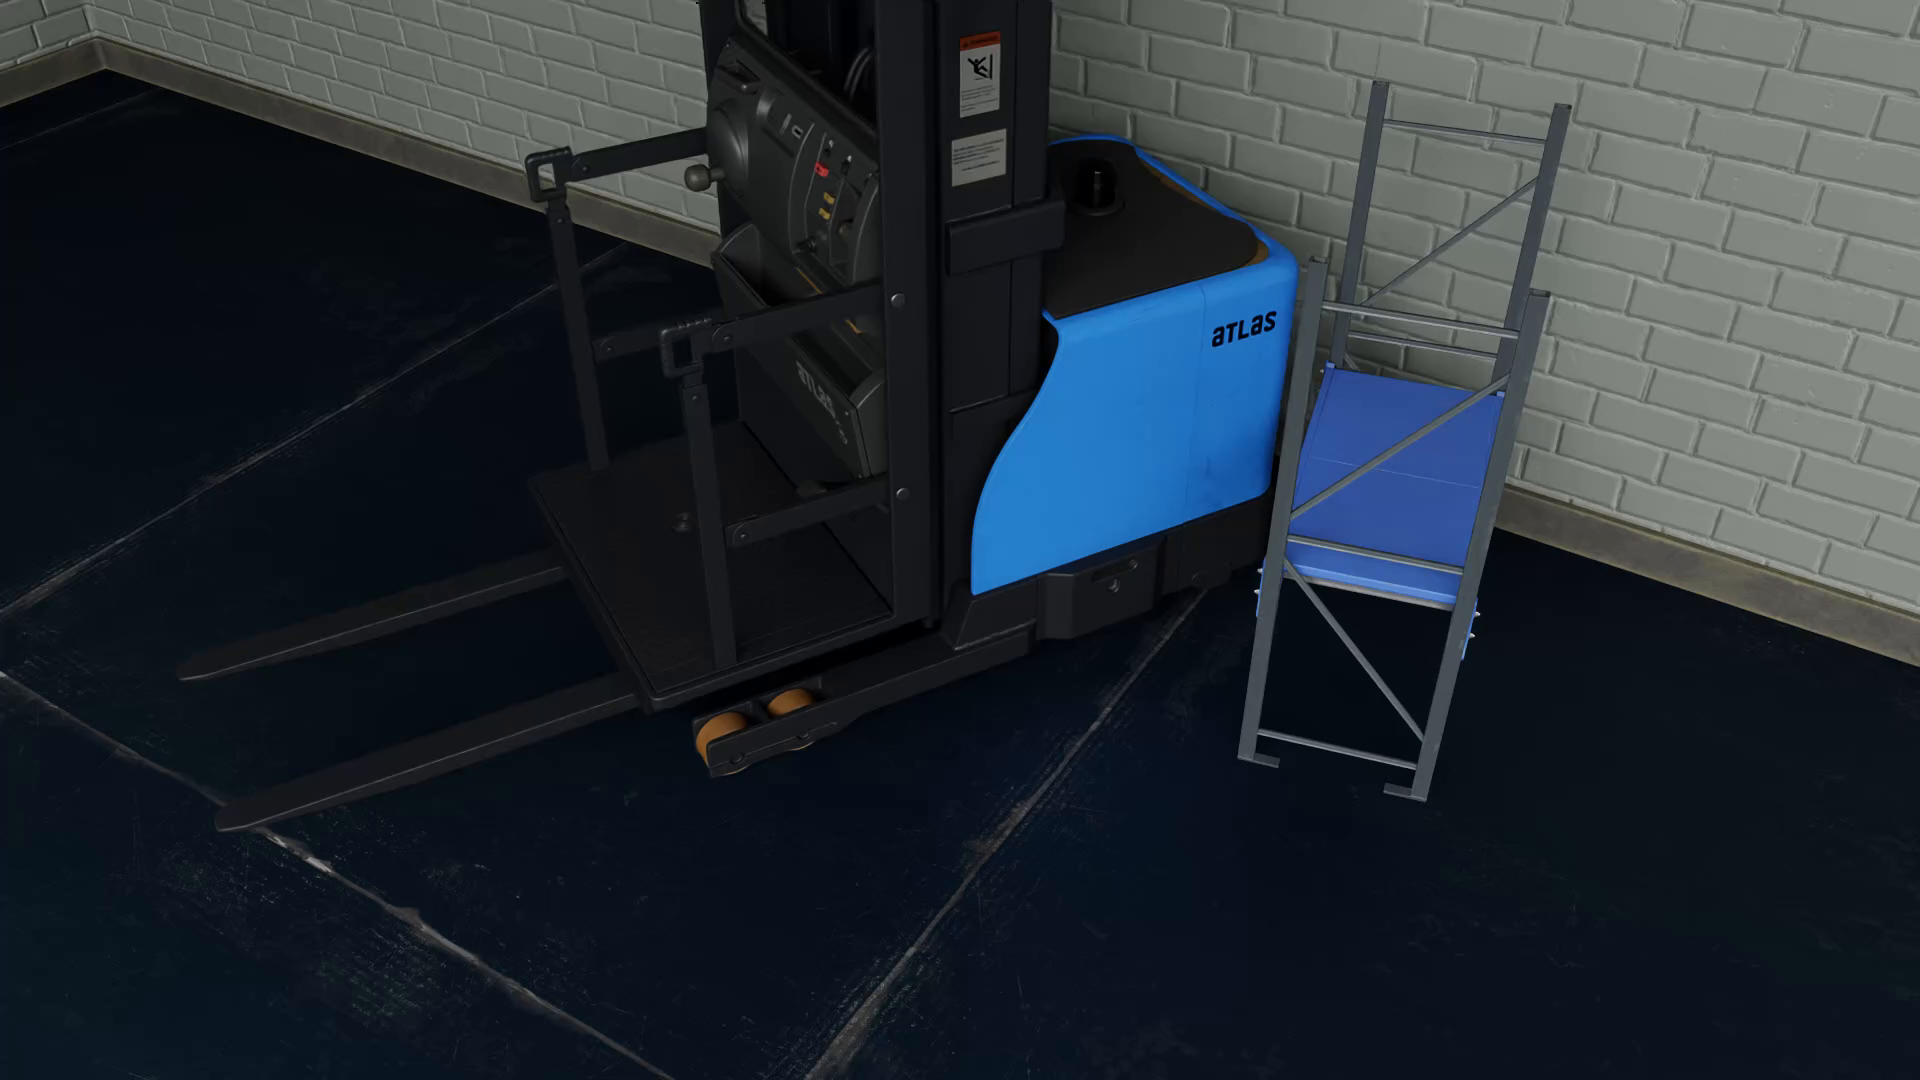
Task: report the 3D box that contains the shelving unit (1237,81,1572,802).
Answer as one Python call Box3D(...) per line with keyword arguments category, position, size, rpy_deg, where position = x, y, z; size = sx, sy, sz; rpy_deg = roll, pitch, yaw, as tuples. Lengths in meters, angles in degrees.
Box3D(category="shelving unit", position=(1.152, -0.258, 4.356), size=(0.538, 1.500, 1.048), rpy_deg=(12, 39, 15))

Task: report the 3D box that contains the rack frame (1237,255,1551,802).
Box3D(category="rack frame", position=(0.989, 0.036, 3.975), size=(0.500, 1.500, 0.032), rpy_deg=(12, 39, 15))

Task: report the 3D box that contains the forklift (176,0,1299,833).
Box3D(category="forklift", position=(-0.605, -0.905, 4.023), size=(3.031, 2.935, 1.130), rpy_deg=(-18, 41, -22))

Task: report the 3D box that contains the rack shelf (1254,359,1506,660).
Box3D(category="rack shelf", position=(1.152, -0.116, 4.466), size=(0.538, 0.185, 1.000), rpy_deg=(12, 39, 15))

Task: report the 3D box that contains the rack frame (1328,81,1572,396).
Box3D(category="rack frame", position=(1.315, -0.552, 4.738), size=(0.500, 1.500, 0.032), rpy_deg=(12, 39, 15))
